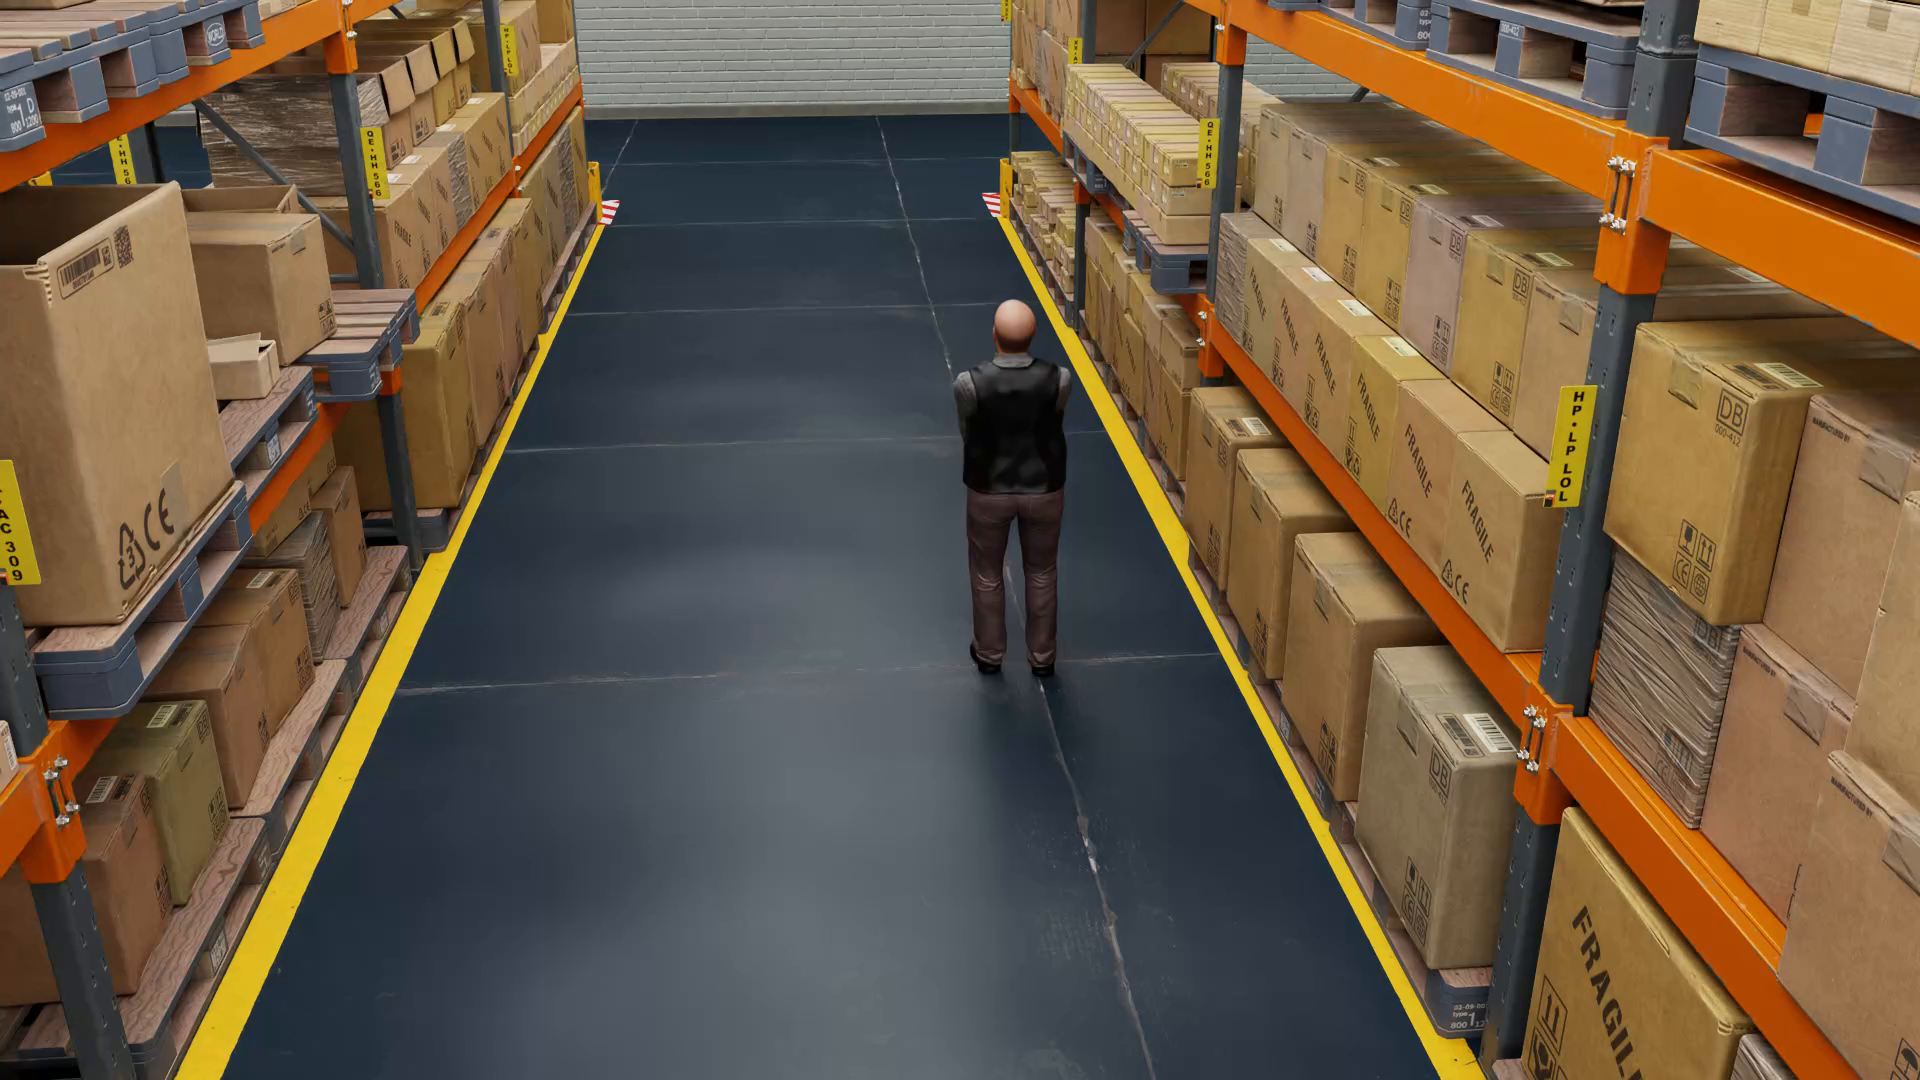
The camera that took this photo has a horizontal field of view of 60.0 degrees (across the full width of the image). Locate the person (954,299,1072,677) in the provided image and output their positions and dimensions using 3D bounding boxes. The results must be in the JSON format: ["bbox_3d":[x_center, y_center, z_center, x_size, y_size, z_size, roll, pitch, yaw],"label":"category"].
[{"bbox_3d":[0.210,-0.242,7.197,0.494,1.712,0.559,-2,24,-5],"label":"person"}]
